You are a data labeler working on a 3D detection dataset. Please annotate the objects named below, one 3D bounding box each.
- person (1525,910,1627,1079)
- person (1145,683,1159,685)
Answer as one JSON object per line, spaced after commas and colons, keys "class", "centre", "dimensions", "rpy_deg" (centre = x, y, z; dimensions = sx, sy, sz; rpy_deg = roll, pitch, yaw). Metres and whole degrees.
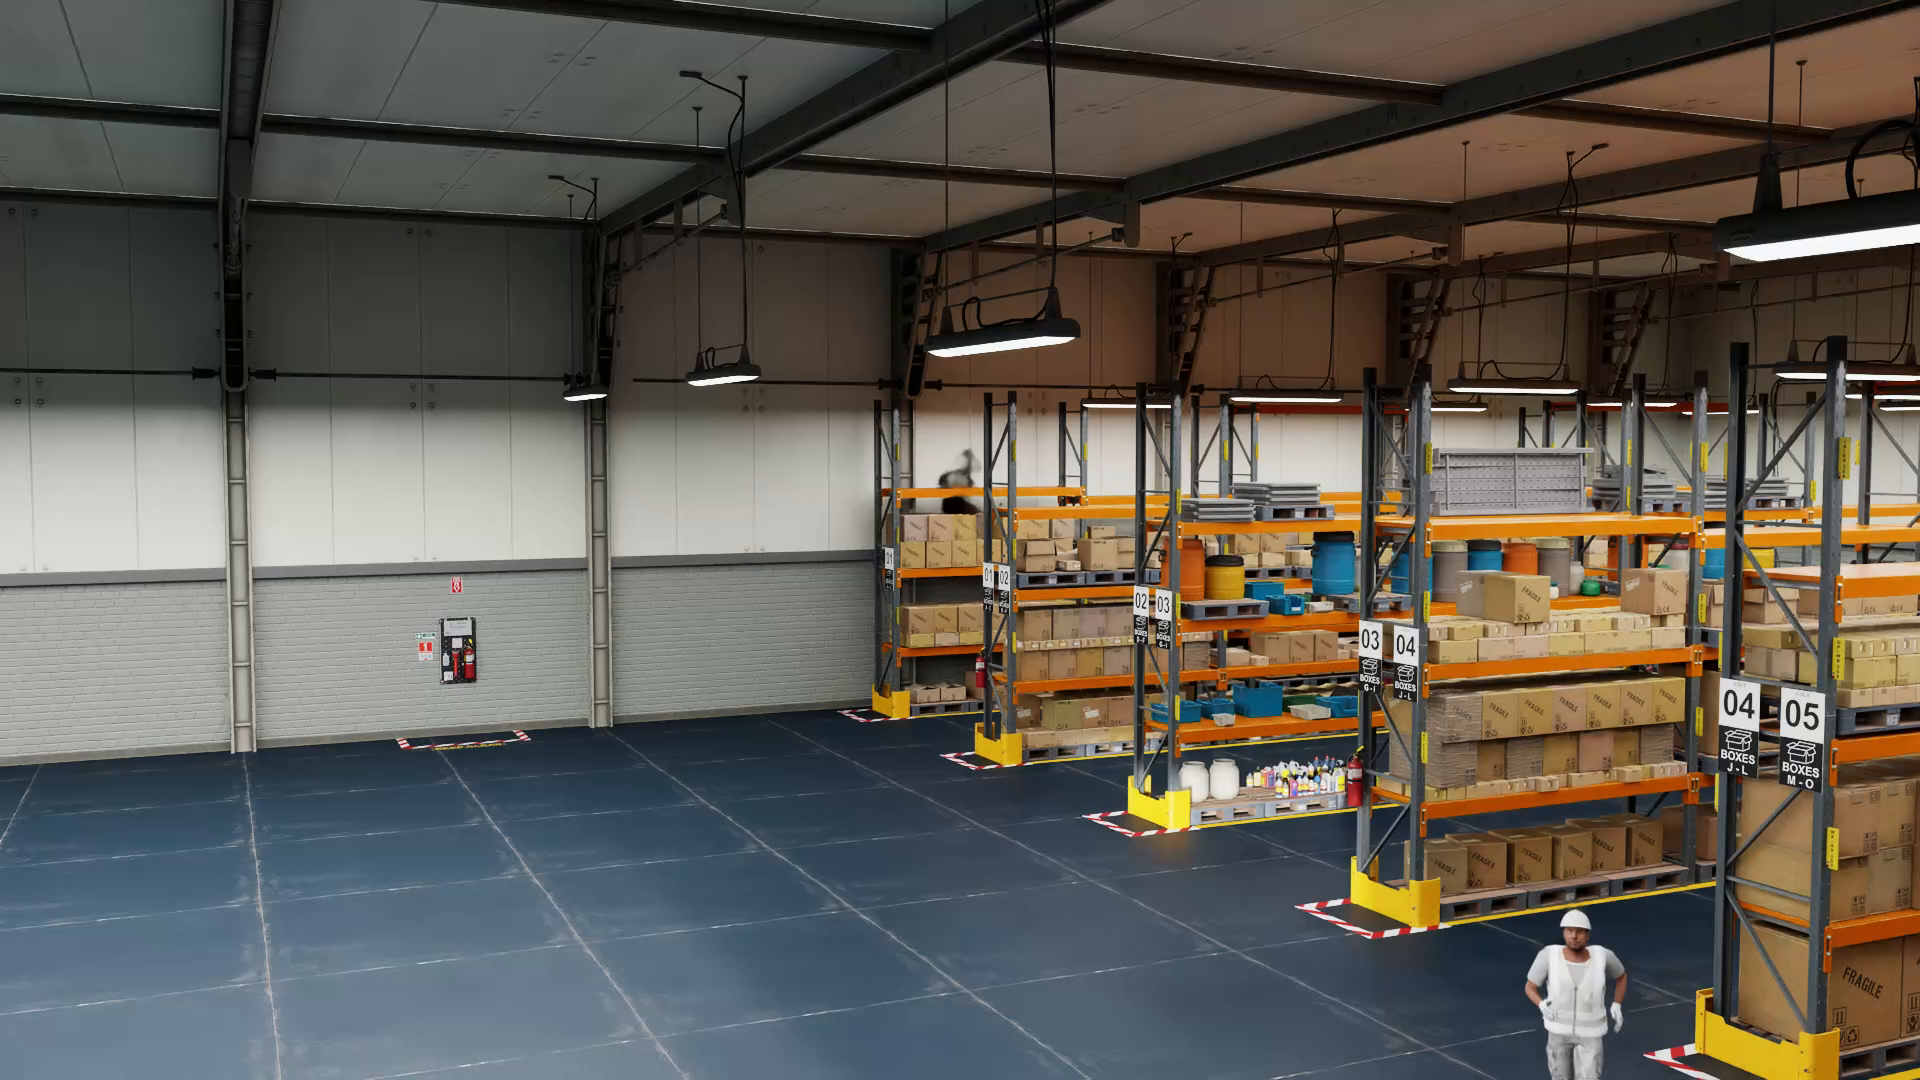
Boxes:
{"class": "person", "centre": [4.448, 3.565, 12.039], "dimensions": [0.692, 1.791, 0.983], "rpy_deg": [1, 4, 23]}
{"class": "person", "centre": [3.538, 2.538, 30.861], "dimensions": [0.526, 1.647, 0.589], "rpy_deg": [-2, 4, -28]}
